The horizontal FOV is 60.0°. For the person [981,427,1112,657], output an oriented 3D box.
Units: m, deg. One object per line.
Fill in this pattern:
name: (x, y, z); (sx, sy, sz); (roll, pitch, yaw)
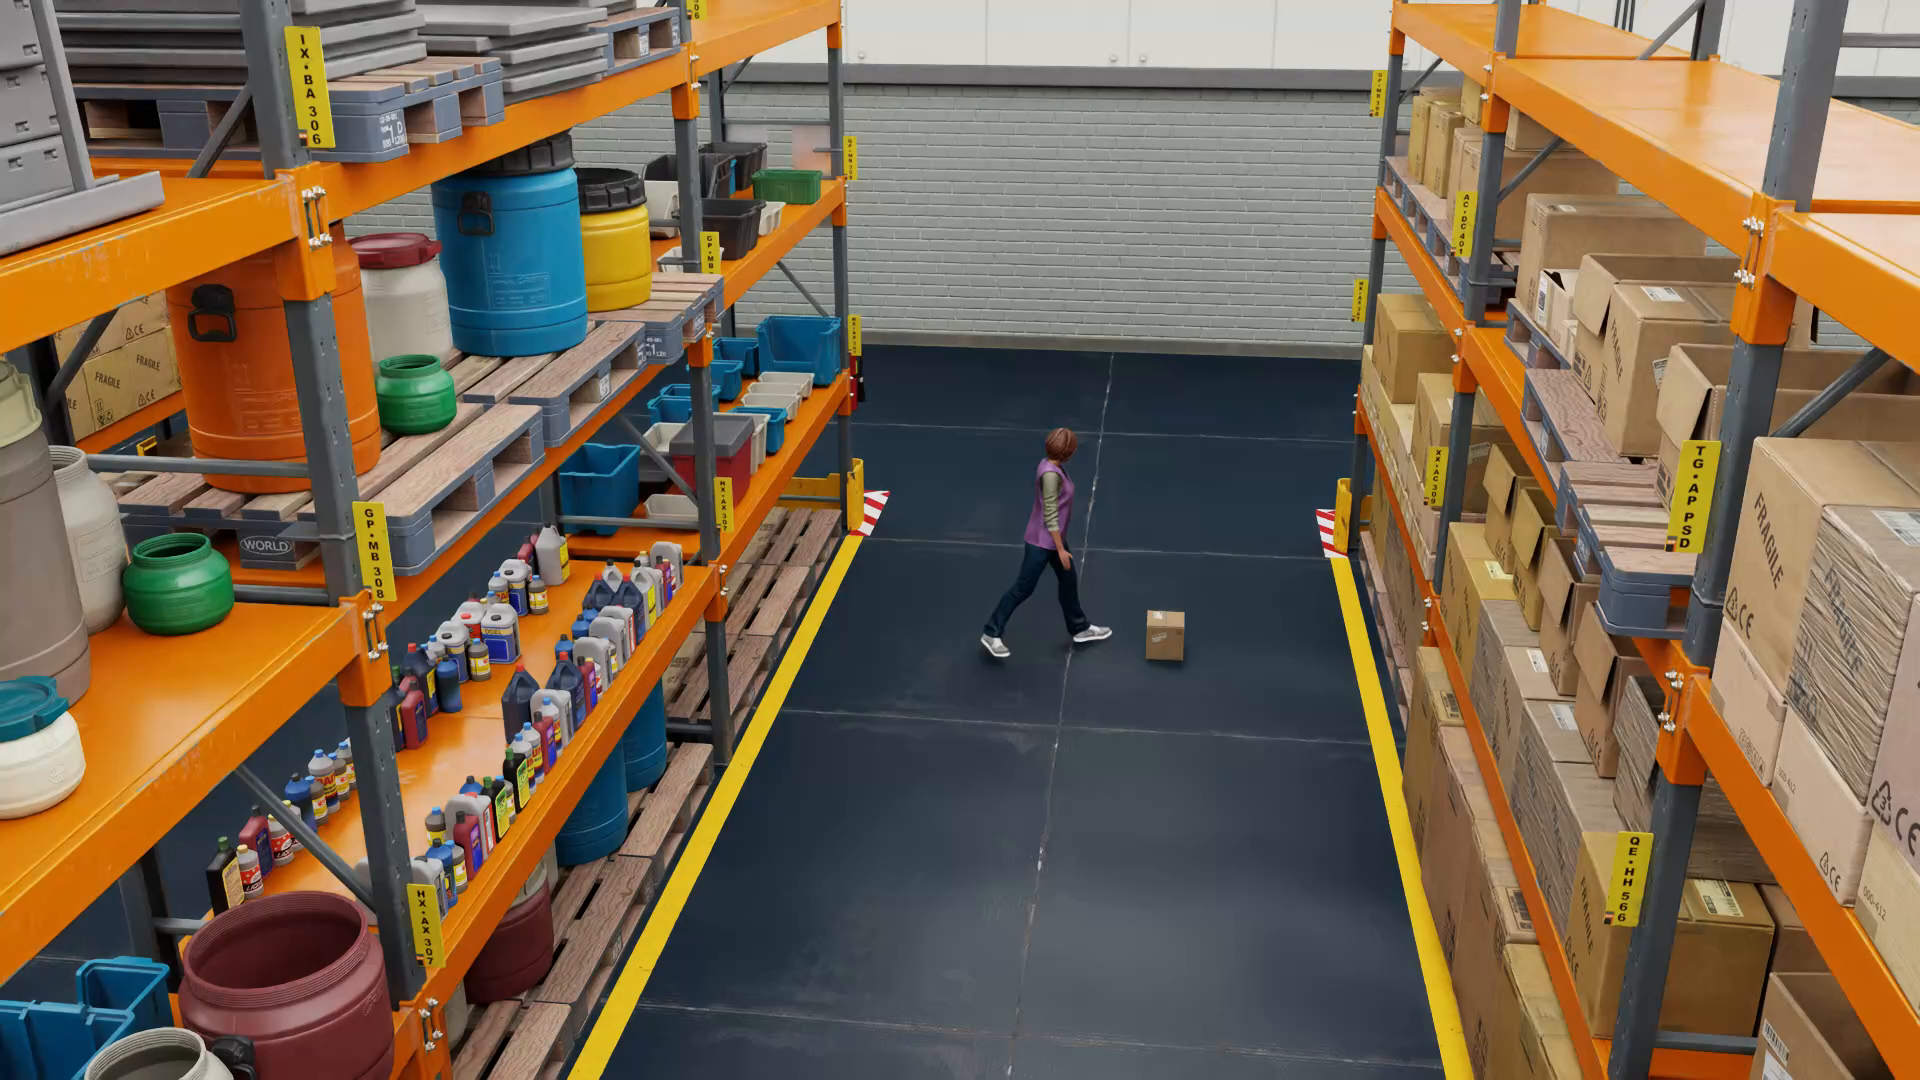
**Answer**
person: (0.583, 0.017, 11.064); (0.847, 1.546, 0.553); (4, 22, 11)
